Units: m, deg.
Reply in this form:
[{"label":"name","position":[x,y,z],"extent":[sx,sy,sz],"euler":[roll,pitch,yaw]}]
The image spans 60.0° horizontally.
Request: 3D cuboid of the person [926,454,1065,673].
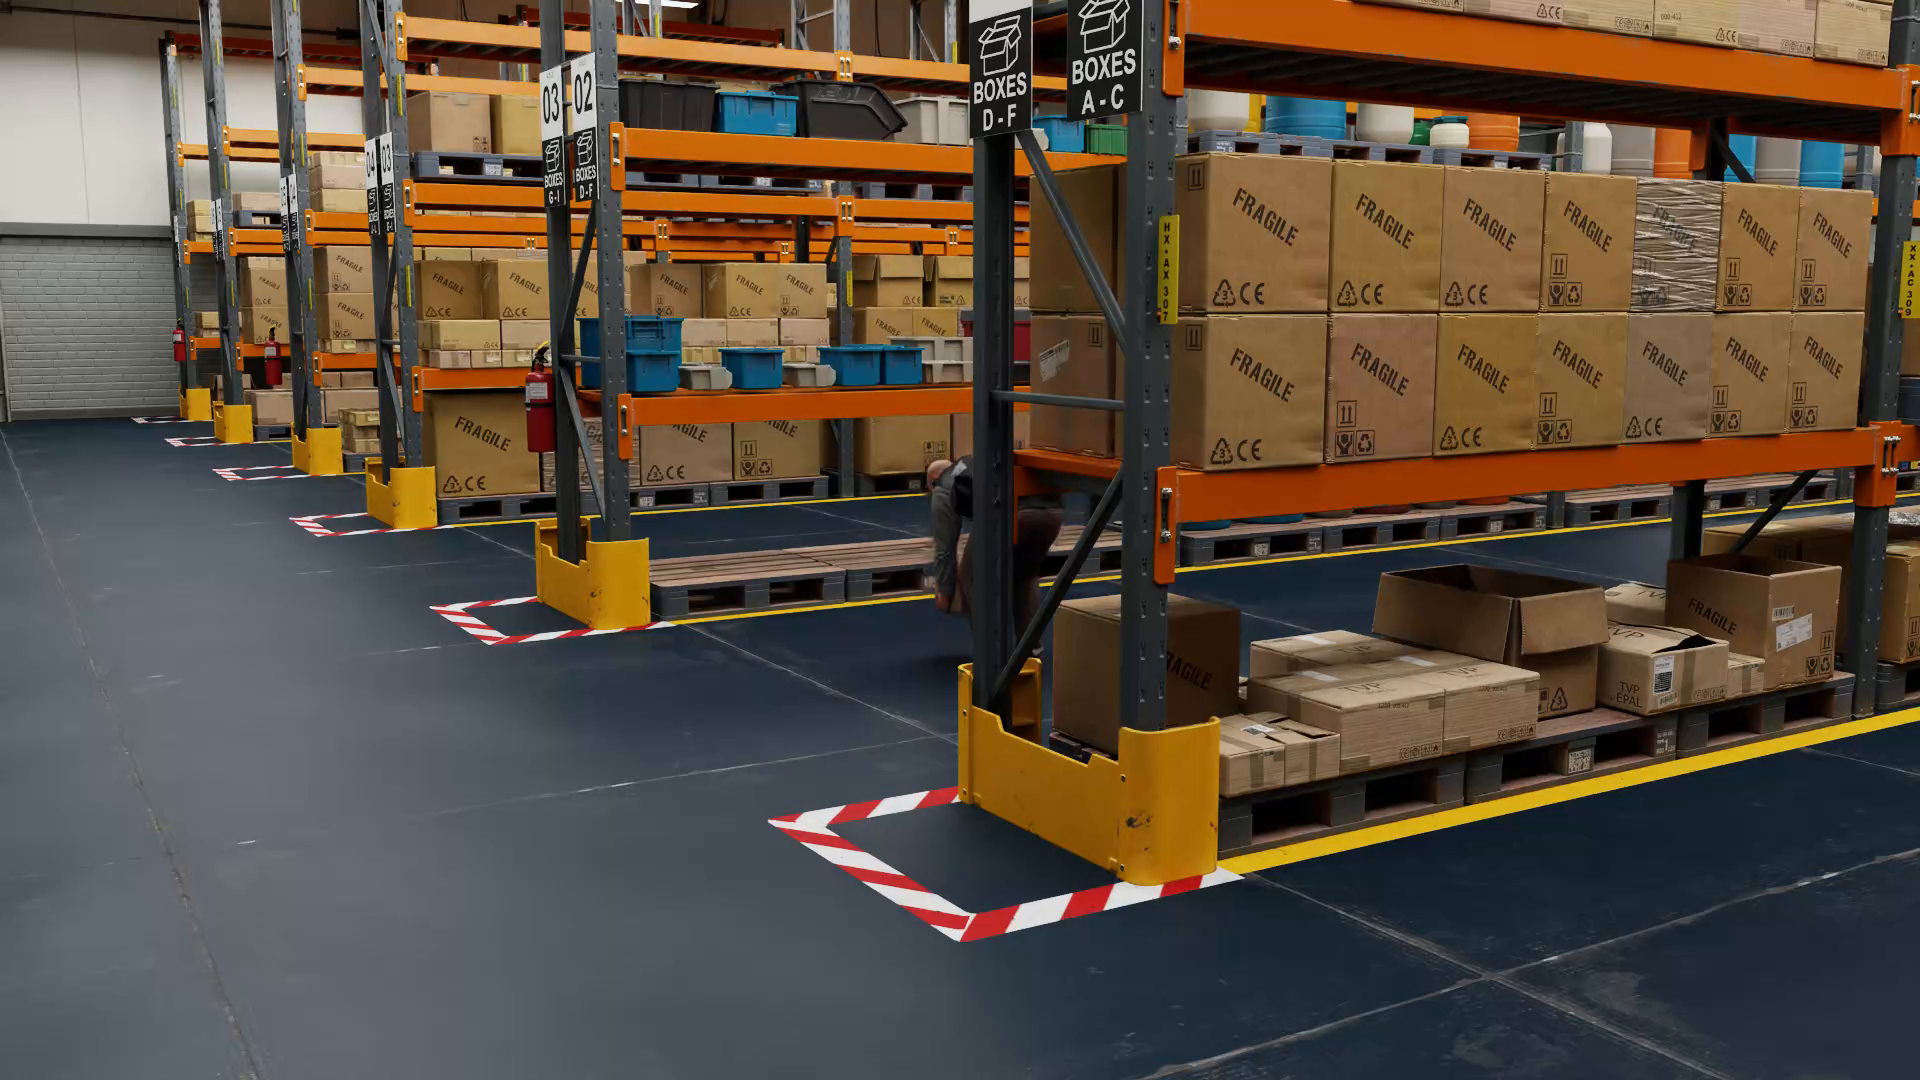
[{"label":"person","position":[0.128,0.100,8.382],"extent":[0.462,1.110,0.960],"euler":[-5,10,-33]}]
